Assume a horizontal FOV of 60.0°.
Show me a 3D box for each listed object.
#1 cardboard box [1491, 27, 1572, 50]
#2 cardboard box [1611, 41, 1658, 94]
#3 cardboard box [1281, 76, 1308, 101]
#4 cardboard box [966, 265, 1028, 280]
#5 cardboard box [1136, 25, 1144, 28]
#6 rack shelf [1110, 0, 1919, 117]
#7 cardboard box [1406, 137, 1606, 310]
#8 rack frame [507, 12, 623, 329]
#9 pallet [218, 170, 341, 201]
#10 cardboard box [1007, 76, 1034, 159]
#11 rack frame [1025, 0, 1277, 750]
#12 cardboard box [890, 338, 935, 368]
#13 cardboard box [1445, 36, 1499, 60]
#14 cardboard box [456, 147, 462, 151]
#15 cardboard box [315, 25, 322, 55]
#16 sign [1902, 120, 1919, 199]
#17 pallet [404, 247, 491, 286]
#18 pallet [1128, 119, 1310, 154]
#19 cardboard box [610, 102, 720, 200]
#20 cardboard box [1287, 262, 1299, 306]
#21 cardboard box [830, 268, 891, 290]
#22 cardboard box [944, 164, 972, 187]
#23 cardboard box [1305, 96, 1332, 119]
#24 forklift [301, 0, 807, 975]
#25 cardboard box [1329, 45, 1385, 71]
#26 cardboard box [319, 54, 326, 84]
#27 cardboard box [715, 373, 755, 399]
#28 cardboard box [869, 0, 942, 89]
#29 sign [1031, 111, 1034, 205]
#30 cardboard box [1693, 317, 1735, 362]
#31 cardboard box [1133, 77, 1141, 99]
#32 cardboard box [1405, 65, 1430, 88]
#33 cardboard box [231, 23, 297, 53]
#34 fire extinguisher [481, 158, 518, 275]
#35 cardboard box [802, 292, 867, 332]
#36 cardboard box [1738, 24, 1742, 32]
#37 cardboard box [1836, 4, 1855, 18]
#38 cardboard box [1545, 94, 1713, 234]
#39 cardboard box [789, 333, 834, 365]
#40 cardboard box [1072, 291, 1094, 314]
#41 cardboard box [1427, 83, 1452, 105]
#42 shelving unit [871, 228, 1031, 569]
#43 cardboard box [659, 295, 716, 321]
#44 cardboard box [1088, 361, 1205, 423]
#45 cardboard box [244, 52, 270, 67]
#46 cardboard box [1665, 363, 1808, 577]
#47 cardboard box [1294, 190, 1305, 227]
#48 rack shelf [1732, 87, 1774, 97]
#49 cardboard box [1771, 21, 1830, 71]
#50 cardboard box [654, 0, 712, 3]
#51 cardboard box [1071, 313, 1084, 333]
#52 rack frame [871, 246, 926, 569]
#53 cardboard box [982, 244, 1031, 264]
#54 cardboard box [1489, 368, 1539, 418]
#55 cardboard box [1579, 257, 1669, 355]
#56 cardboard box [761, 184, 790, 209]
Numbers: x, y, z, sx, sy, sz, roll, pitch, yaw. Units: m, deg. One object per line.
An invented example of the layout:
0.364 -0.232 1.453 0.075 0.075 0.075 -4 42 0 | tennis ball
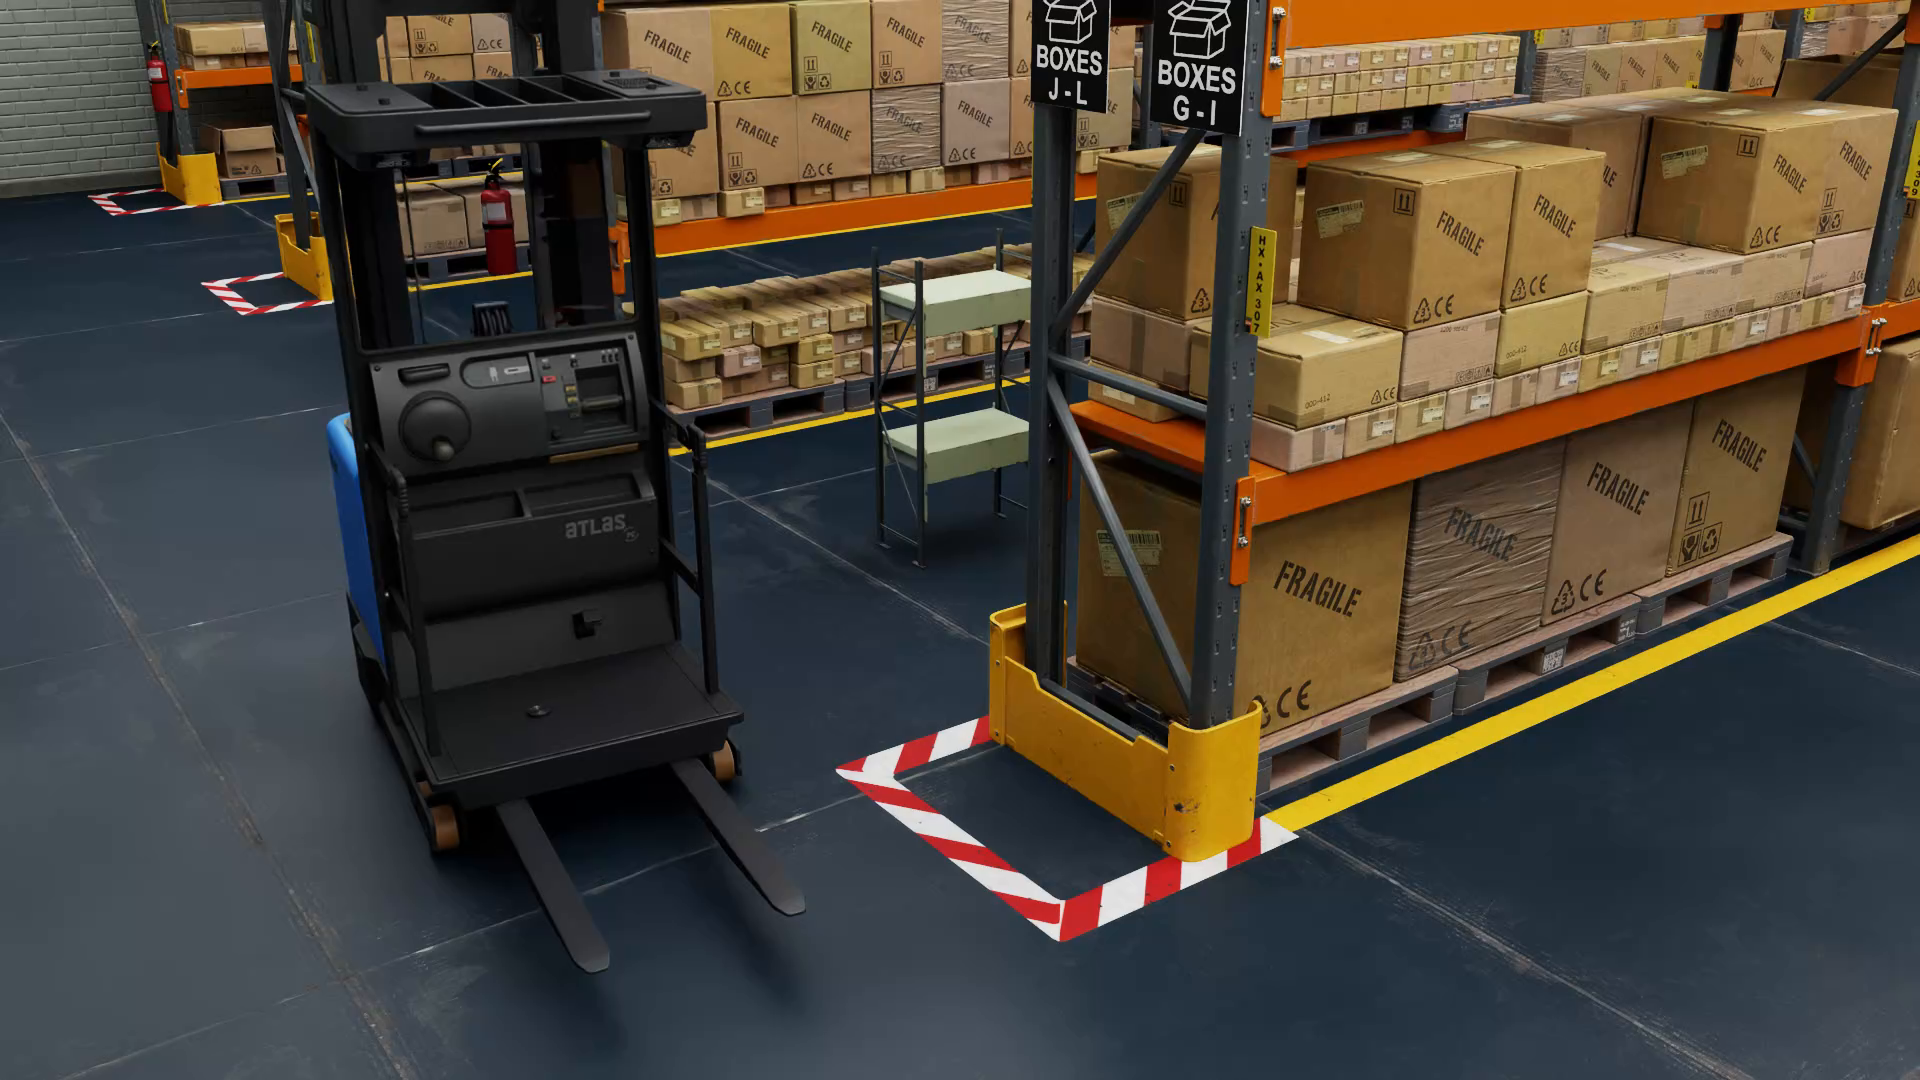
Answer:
4.638 -4.356 13.782 0.500 0.500 0.700 -15 26 -33 | cardboard box
5.610 -4.034 14.322 0.500 0.500 0.500 -15 26 -33 | cardboard box
2.238 -3.218 11.785 0.250 0.149 0.380 -16 27 -35 | cardboard box
0.245 -1.721 11.140 0.250 0.149 0.380 -14 26 -31 | cardboard box
1.795 -5.626 17.345 0.500 0.500 0.500 -16 27 -34 | cardboard box
2.212 -1.998 6.278 4.000 0.370 1.077 -15 26 -33 | rack shelf
1.958 -1.167 6.063 0.500 0.500 0.500 -16 27 -34 | cardboard box
-2.227 -2.020 9.410 0.127 3.000 1.000 -15 26 -33 | rack frame
-7.393 -3.874 17.819 1.213 0.211 1.003 -15 26 -33 | pallet
0.370 -2.768 10.750 0.500 0.500 0.500 -16 27 -34 | cardboard box
0.588 -0.506 5.616 0.127 3.000 1.000 -15 26 -33 | rack frame
-0.367 -1.247 10.753 0.250 0.149 0.380 -15 26 -33 | cardboard box
3.932 -3.808 12.862 0.250 0.149 0.380 -15 26 -33 | cardboard box
-5.881 -4.550 19.033 0.250 0.149 0.380 -15 26 -34 | cardboard box
-4.947 -4.174 13.325 0.500 0.500 0.500 -14 26 -31 | cardboard box
4.160 -1.644 7.193 0.005 0.325 0.100 -15 26 -33 | sign
-4.596 -2.388 14.097 1.213 0.211 1.003 -15 26 -33 | pallet
1.726 -2.918 11.921 1.213 0.211 1.003 -15 26 -33 | pallet
-1.701 -2.218 9.372 0.500 0.500 0.500 -14 25 -30 | cardboard box
1.239 -0.868 6.326 0.500 0.250 0.500 -15 26 -34 | cardboard box
-0.664 -1.690 11.061 0.250 0.149 0.380 -15 26 -33 | cardboard box
-0.137 -2.353 10.584 0.250 0.149 0.380 -15 26 -34 | cardboard box
2.446 -3.135 11.977 0.250 0.149 0.380 -16 27 -35 | cardboard box
-1.462 -0.479 5.641 1.130 2.935 3.031 -11 24 -26 | forklift
2.874 -3.527 12.157 0.250 0.149 0.380 -14 26 -31 | cardboard box
-4.963 -3.717 13.530 0.500 0.500 0.500 -15 26 -33 | cardboard box
-1.450 -0.989 10.108 0.250 0.149 0.380 -15 26 -33 | cardboard box
-0.454 -3.014 10.018 0.500 0.500 0.500 -16 27 -34 | cardboard box
0.282 -1.320 5.774 0.005 0.325 0.100 -15 26 -33 | sign
2.944 -0.867 6.861 0.250 0.149 0.380 -14 26 -32 | cardboard box
1.228 -3.248 11.858 0.250 0.149 0.380 -14 26 -31 | cardboard box
3.298 -3.501 12.493 0.250 0.149 0.380 -15 26 -33 | cardboard box
-7.167 -5.174 17.117 0.500 0.250 0.500 -15 26 -32 | cardboard box
-2.701 -1.895 9.705 0.183 0.674 0.296 -15 26 -33 | fire extinguisher
-0.786 -1.426 10.399 0.250 0.149 0.380 -14 26 -31 | cardboard box
6.698 -4.907 15.161 0.500 0.500 0.700 -15 26 -34 | cardboard box
8.212 -5.412 16.252 0.550 0.550 0.875 -15 26 -33 | cardboard box
2.893 -1.657 7.291 0.500 0.500 0.500 -15 26 -33 | cardboard box
-0.978 -1.210 10.259 0.250 0.149 0.380 -14 26 -31 | cardboard box
0.738 -1.668 11.409 0.250 0.149 0.380 -16 27 -35 | cardboard box
3.520 -3.423 12.699 0.250 0.149 0.380 -15 26 -34 | cardboard box
0.005 -0.698 8.122 0.755 1.500 0.431 -15 26 -33 | shelving unit
-1.707 -1.395 10.322 0.250 0.149 0.380 -14 26 -32 | cardboard box
0.685 -0.565 6.104 0.250 0.149 0.380 -14 26 -32 | cardboard box
-7.302 -4.988 17.187 0.250 0.149 0.380 -15 26 -34 | cardboard box
3.253 -0.461 7.804 0.875 0.875 0.875 -15 26 -33 | cardboard box
2.205 -2.464 12.319 0.500 0.250 0.500 -14 26 -31 | cardboard box
5.891 -3.850 14.968 4.000 0.370 1.077 -15 26 -33 | rack shelf
7.807 -4.770 16.101 0.550 0.550 0.875 -15 26 -33 | cardboard box
-1.589 -2.952 9.862 0.500 0.500 0.500 -16 27 -35 | cardboard box
0.641 -1.538 11.483 0.250 0.149 0.380 -14 26 -31 | cardboard box
-0.292 -0.619 7.924 0.023 1.500 0.400 -15 26 -33 | rack frame
0.361 -1.979 11.785 0.250 0.149 0.380 -13 25 -30 | cardboard box
1.902 -0.589 6.165 0.250 0.149 0.380 -16 27 -34 | cardboard box
2.384 -0.933 6.489 0.500 0.250 0.500 -16 27 -34 | cardboard box
-1.210 -2.082 9.904 0.250 0.149 0.380 -14 25 -30 | cardboard box
